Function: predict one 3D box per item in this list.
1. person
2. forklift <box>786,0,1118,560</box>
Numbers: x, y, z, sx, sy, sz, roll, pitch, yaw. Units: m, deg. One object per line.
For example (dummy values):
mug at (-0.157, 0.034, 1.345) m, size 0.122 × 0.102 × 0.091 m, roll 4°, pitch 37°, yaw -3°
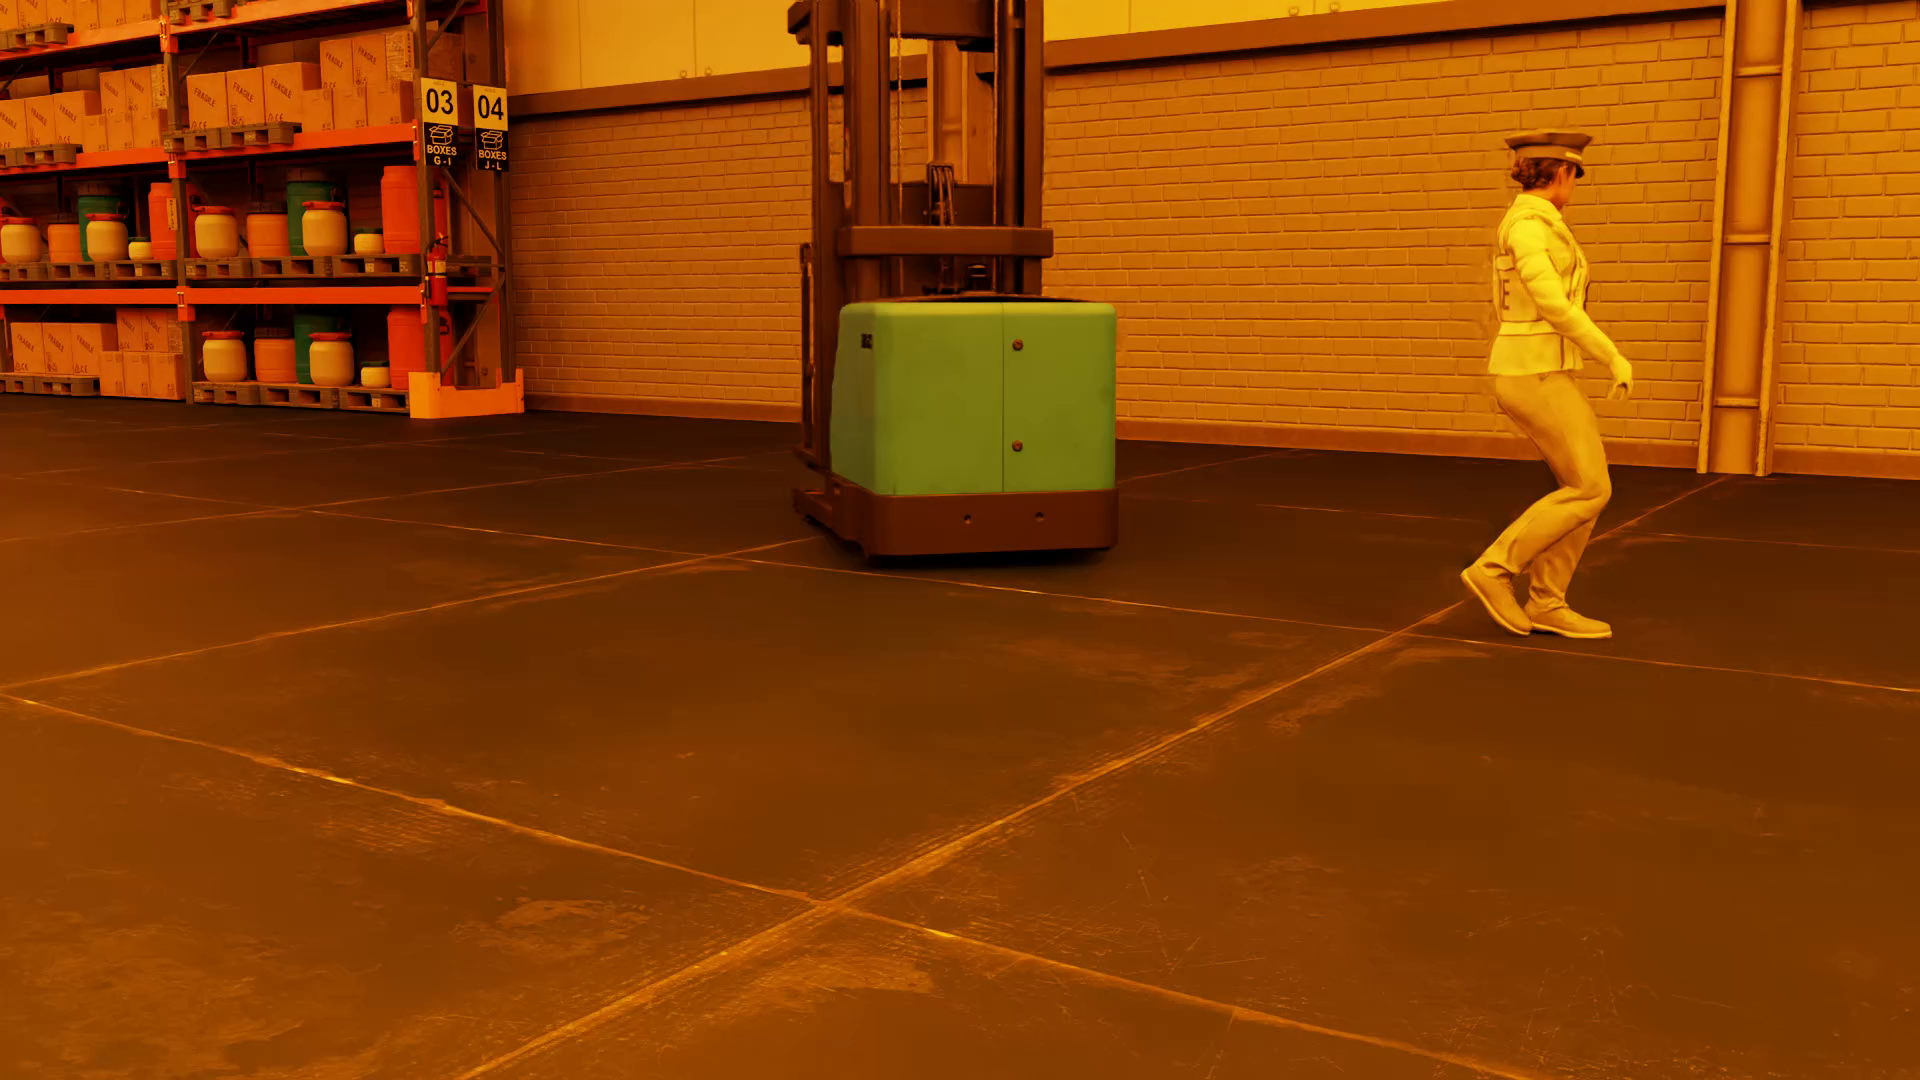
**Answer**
person at (1.922, -0.500, 5.381) m, size 0.487 × 1.628 × 0.680 m, roll 4°, pitch 9°, yaw 24°
forklift at (-0.215, -1.538, 8.011) m, size 1.130 × 2.935 × 3.031 m, roll -2°, pitch 8°, yaw -15°
